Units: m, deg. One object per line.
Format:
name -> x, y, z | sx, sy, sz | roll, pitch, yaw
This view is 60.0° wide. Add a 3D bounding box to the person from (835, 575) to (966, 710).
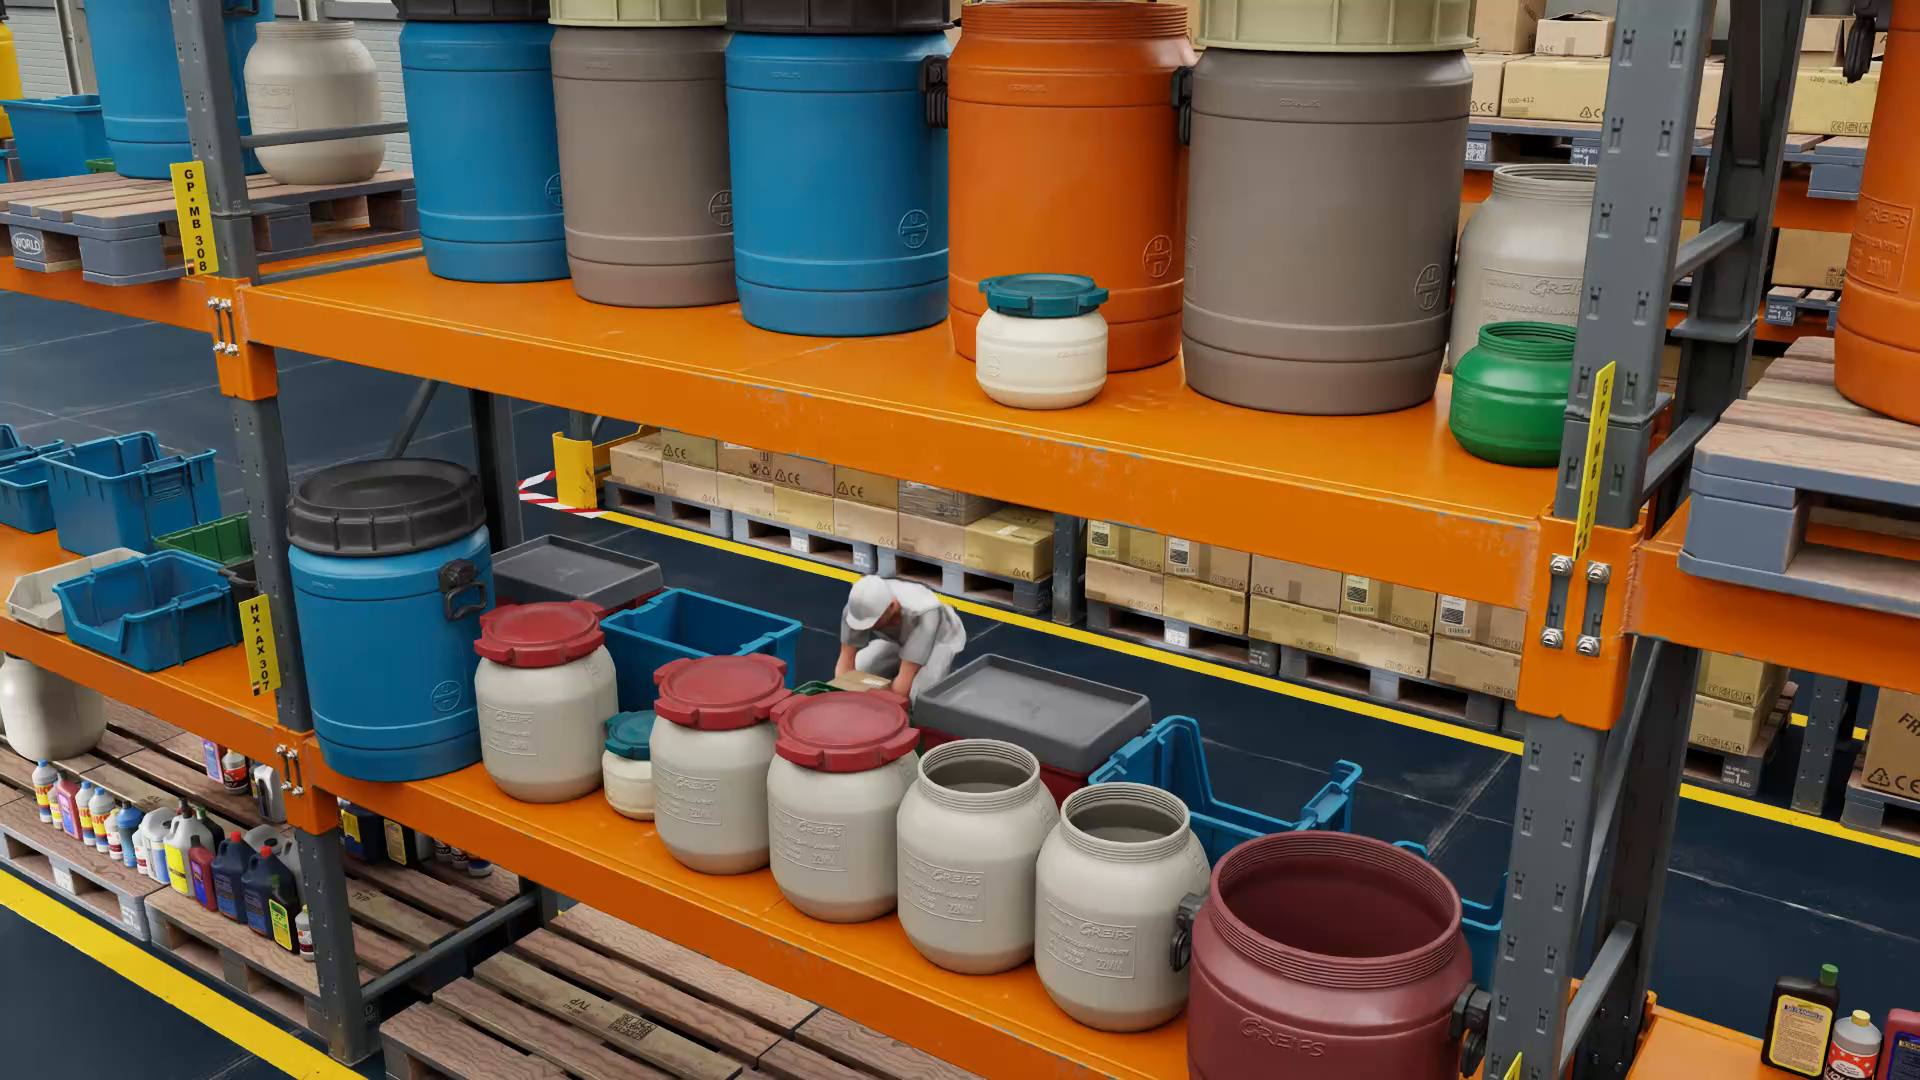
person -> -0.303, 0.553, 8.168 | 0.547, 1.002, 0.882 | 12, 23, 31
